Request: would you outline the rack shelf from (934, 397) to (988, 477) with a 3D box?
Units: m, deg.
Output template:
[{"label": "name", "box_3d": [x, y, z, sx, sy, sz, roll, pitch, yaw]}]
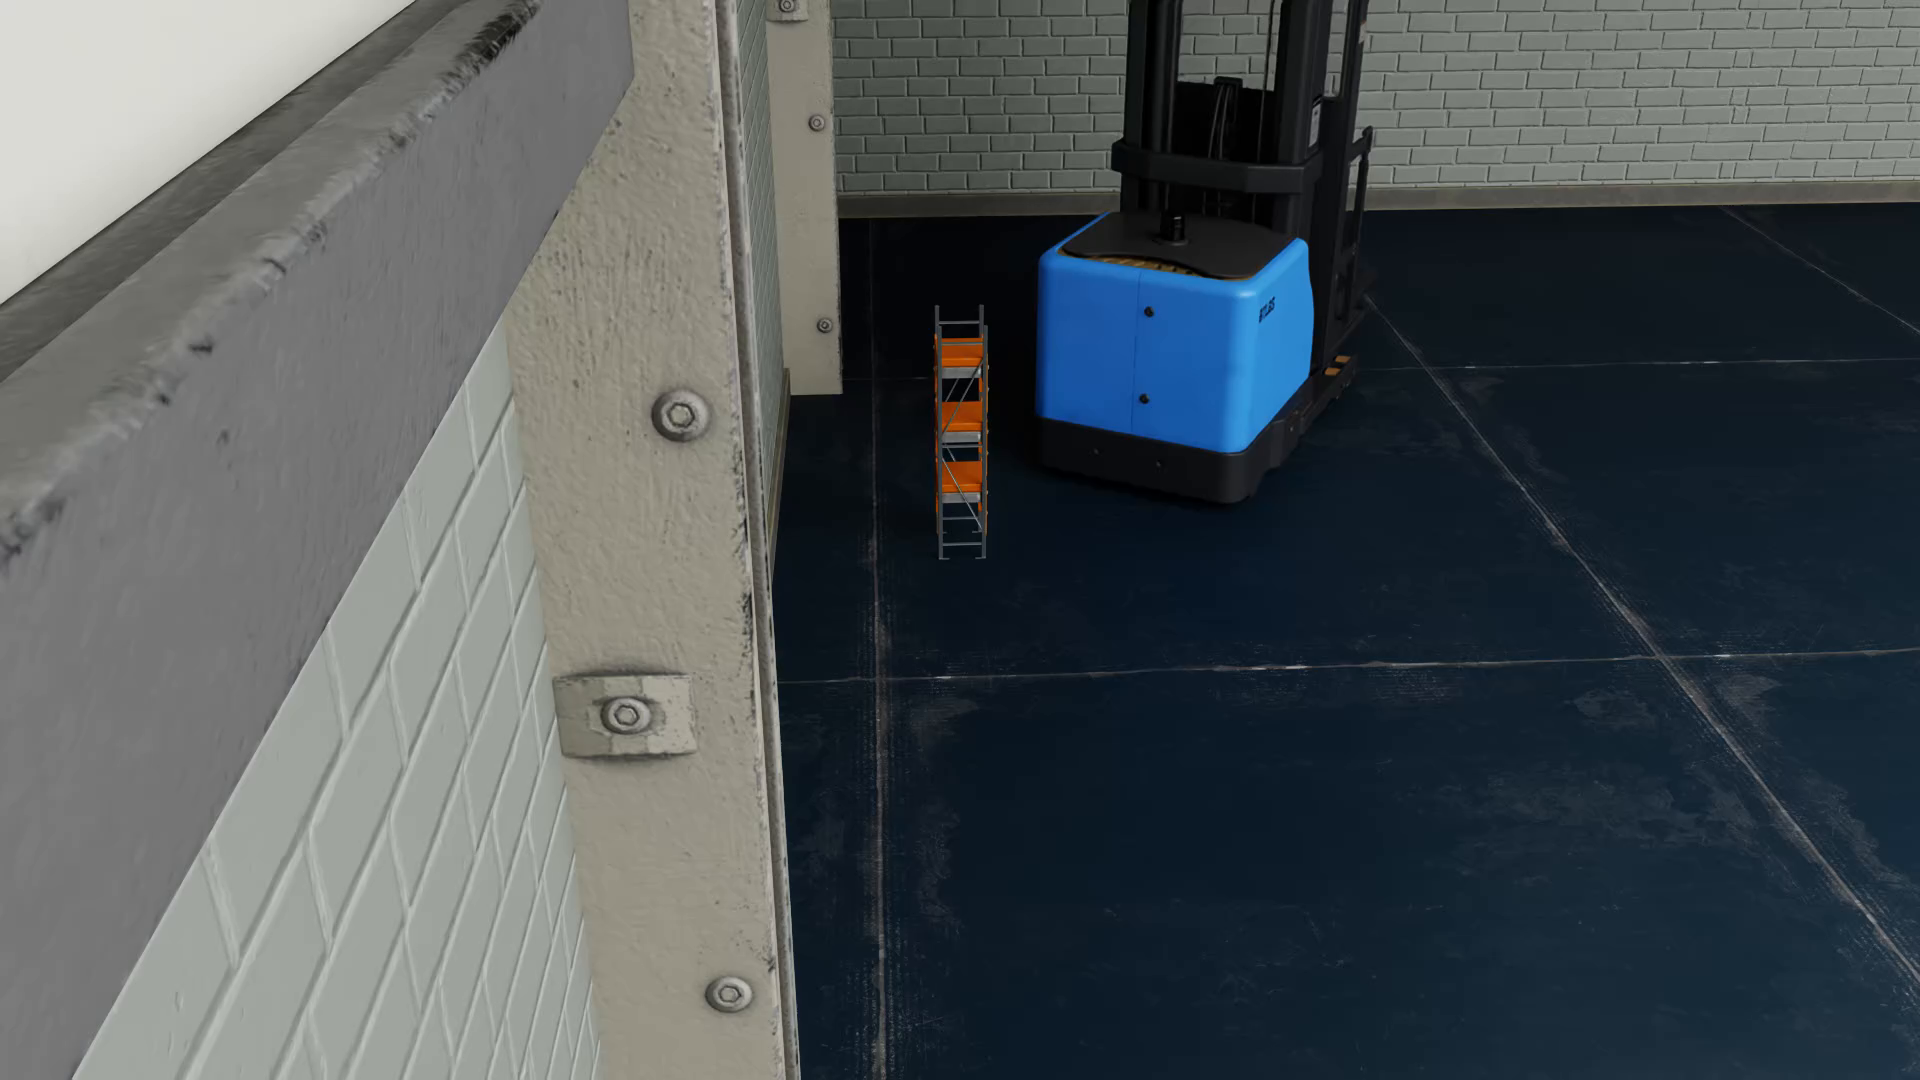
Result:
[{"label": "rack shelf", "box_3d": [0.003, -0.431, 6.965, 0.215, 0.259, 0.240, -1, 28, -3]}]

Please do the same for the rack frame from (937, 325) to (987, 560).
[{"label": "rack frame", "box_3d": [0.009, -0.384, 6.852, 0.200, 1.050, 0.008, -1, 28, -3]}]

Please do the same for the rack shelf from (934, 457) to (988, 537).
[{"label": "rack shelf", "box_3d": [0.003, -0.185, 7.093, 0.215, 0.259, 0.240, -1, 28, -3]}]

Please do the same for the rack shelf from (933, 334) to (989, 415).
[{"label": "rack shelf", "box_3d": [0.003, -0.683, 6.834, 0.215, 0.259, 0.240, -1, 28, -3]}]

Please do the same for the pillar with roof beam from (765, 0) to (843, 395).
[{"label": "pillar with roof beam", "box_3d": [3.519, -4.948, 7.006, 9.100, 9.000, 0.400, -1, 28, -3]}]

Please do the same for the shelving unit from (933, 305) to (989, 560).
[{"label": "shelving unit", "box_3d": [0.003, -0.441, 6.960, 0.215, 1.050, 0.252, -1, 28, -3]}]

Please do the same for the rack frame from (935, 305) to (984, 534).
[{"label": "rack frame", "box_3d": [-0.004, -0.497, 7.068, 0.200, 1.050, 0.008, -1, 28, -3]}]

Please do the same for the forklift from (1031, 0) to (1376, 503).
[{"label": "forklift", "box_3d": [1.451, -2.115, 8.136, 1.130, 2.935, 3.031, 13, 30, 24]}]
